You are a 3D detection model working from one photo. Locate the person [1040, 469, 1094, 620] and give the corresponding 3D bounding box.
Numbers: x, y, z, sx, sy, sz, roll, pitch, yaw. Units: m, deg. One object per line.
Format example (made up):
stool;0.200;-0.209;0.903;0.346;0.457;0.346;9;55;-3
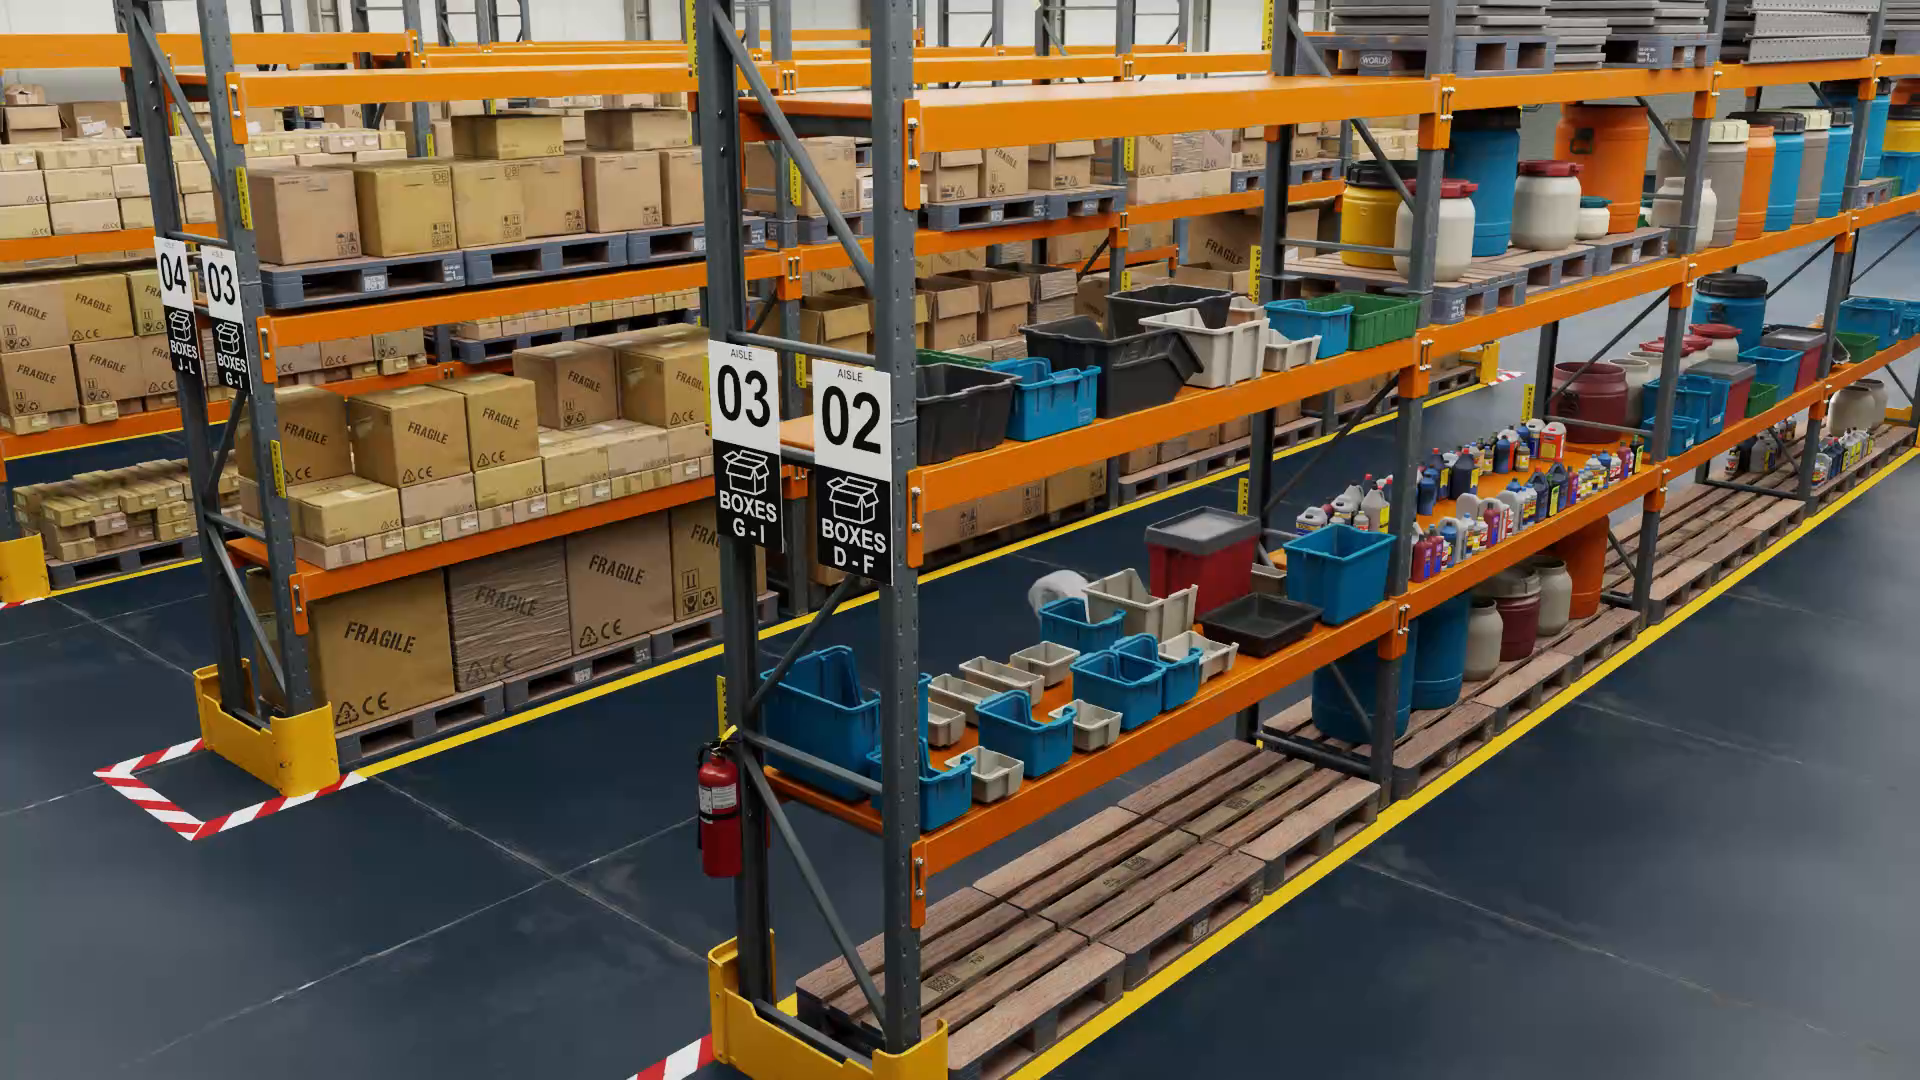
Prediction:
person;0.775;0.298;11.110;0.497;1.589;0.405;15;23;40
